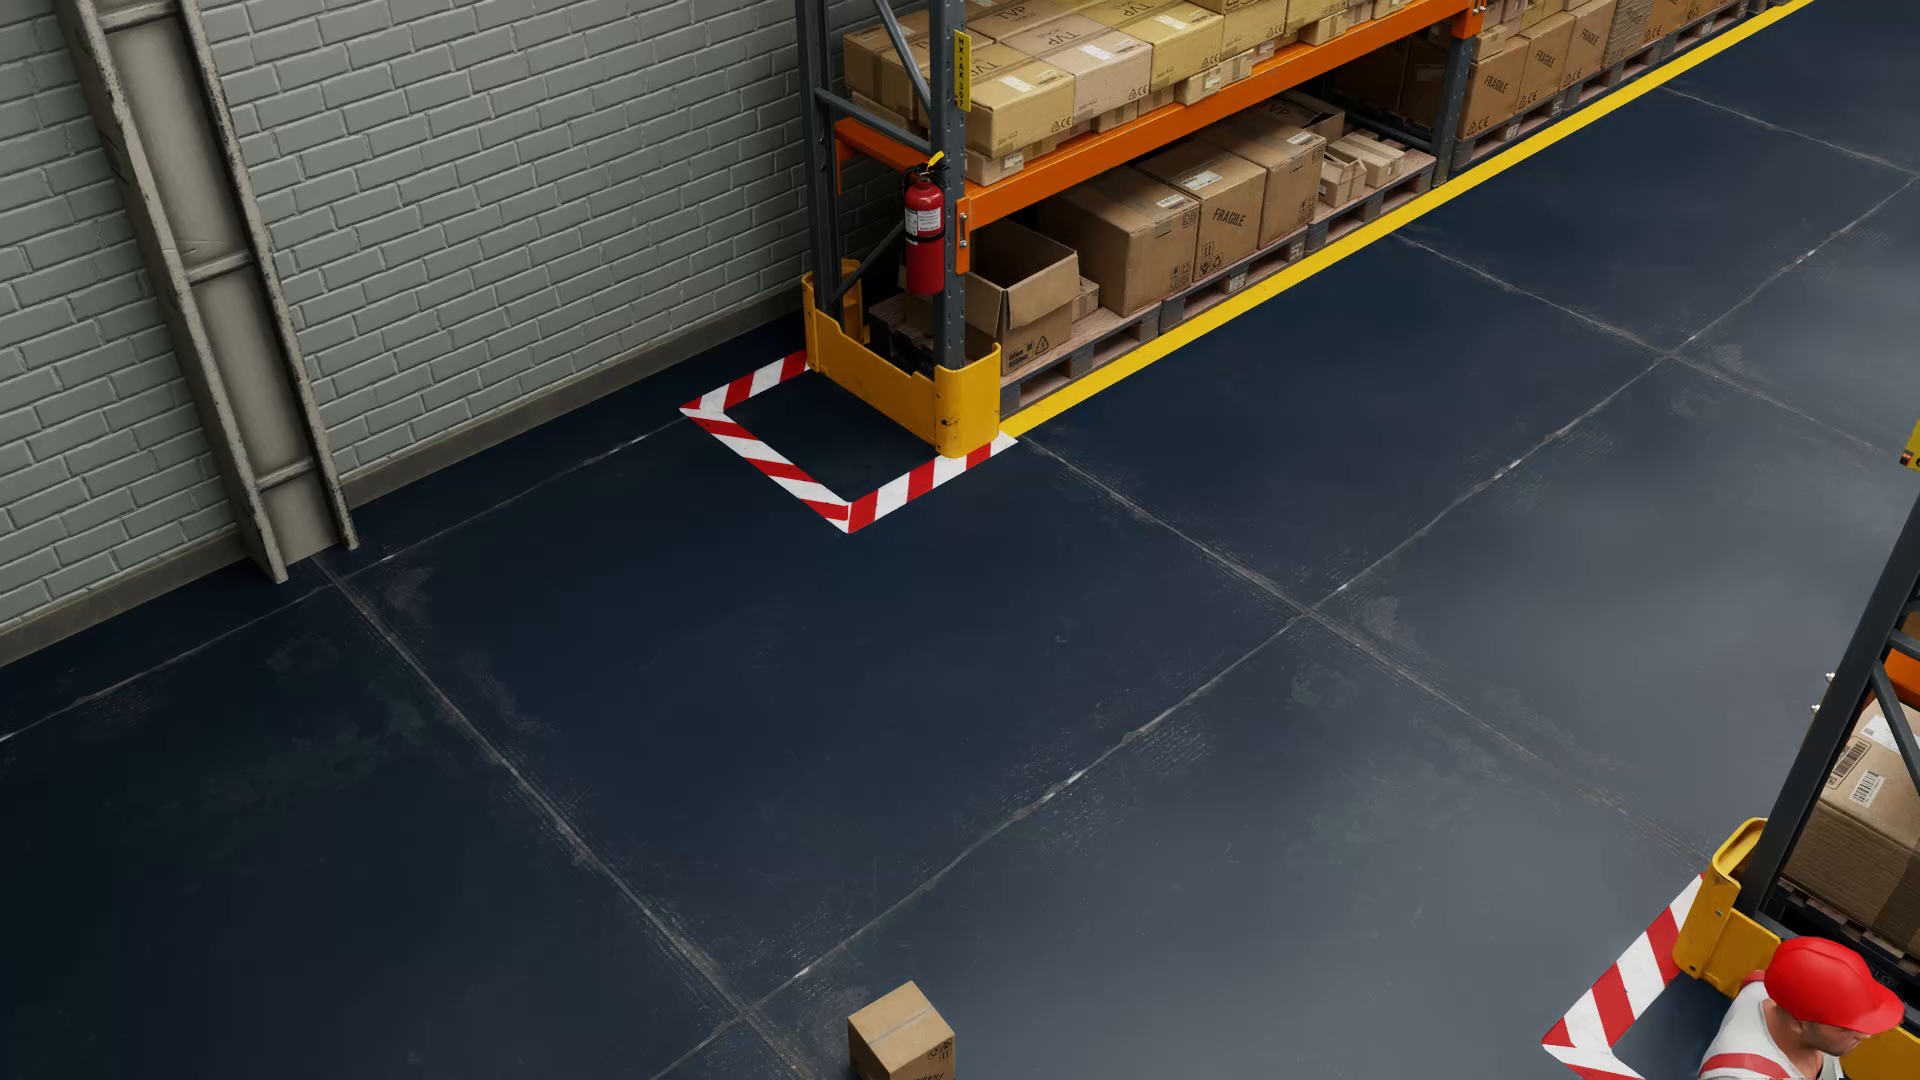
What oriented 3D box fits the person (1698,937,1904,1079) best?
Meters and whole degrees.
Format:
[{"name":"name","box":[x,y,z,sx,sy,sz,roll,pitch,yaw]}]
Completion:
[{"name":"person","box":[1.891,1.592,4.196,0.940,1.755,0.568,30,48,31]}]
